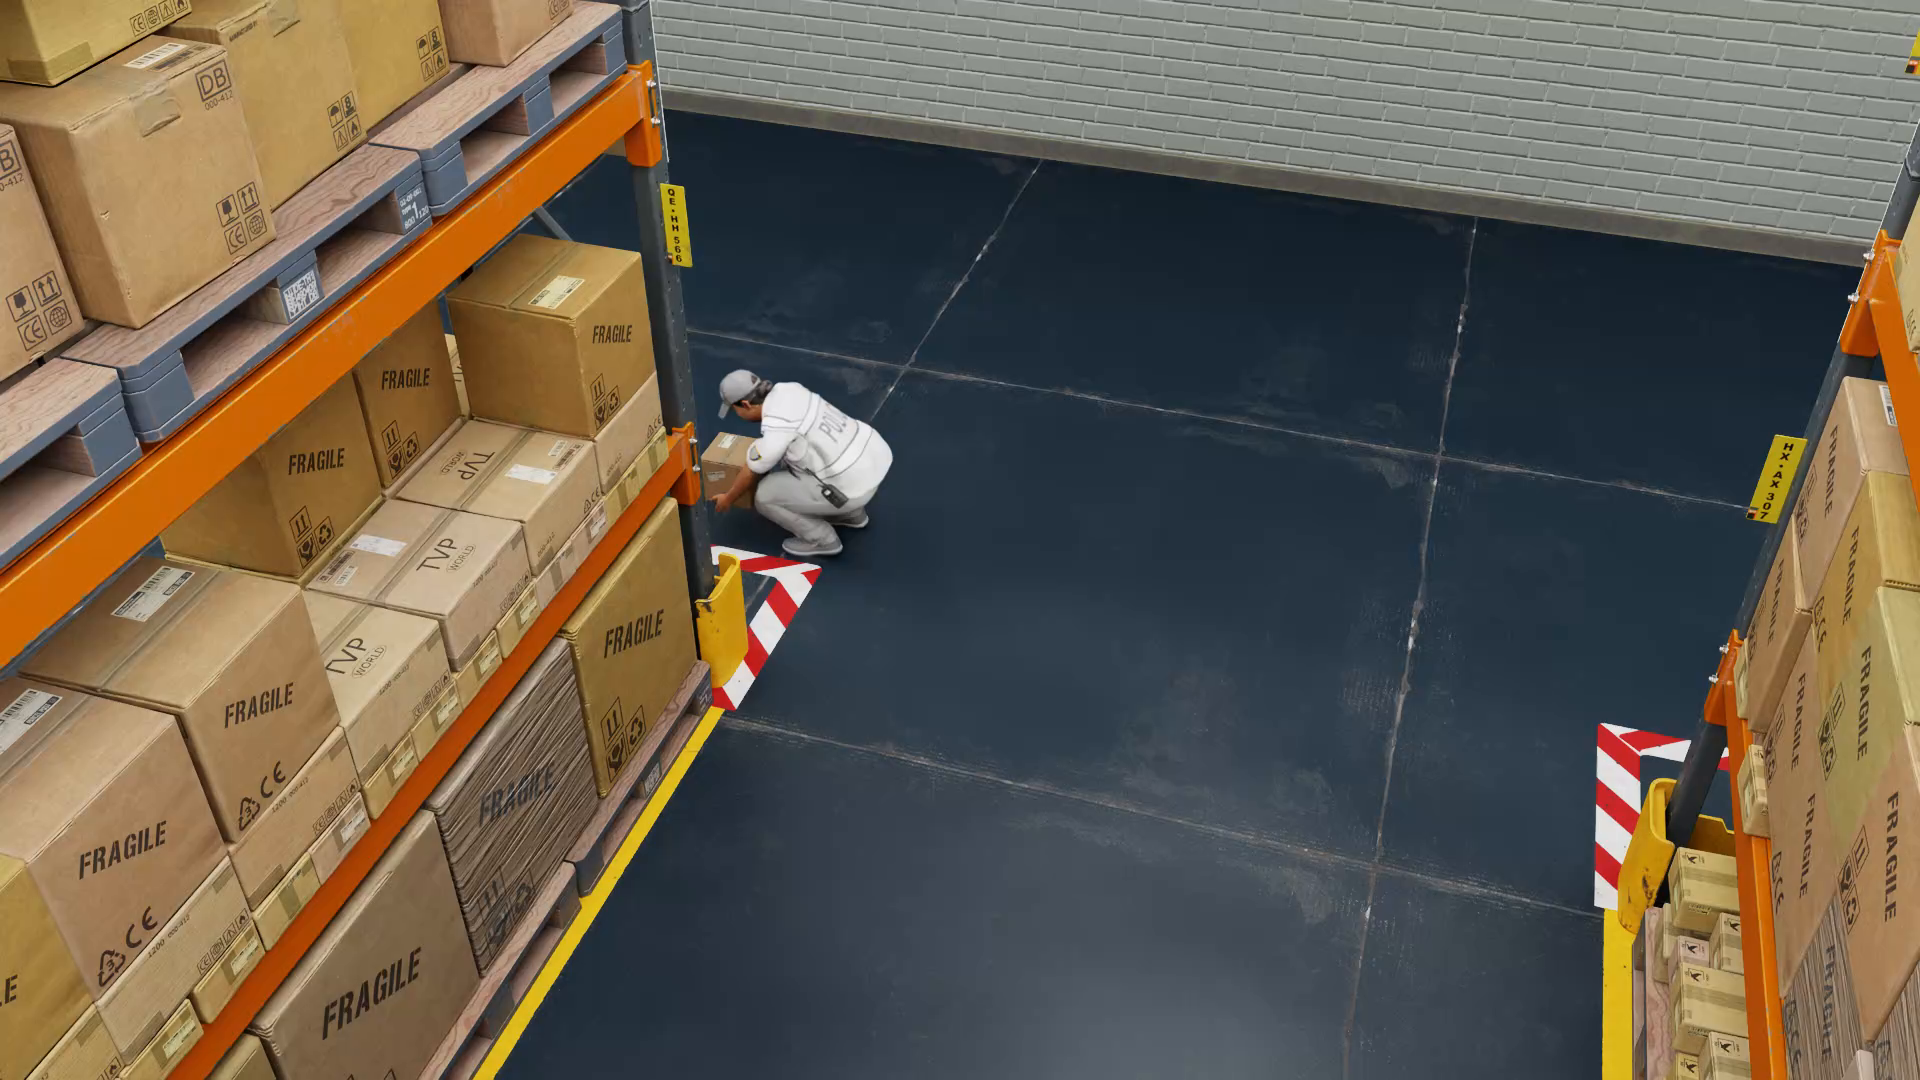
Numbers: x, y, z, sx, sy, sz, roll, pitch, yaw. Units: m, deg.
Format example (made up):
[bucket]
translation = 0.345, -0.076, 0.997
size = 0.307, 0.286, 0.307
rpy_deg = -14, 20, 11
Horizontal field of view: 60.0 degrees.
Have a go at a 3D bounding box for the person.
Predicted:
[person]
translation = -0.779, -0.402, 8.027
size = 0.859, 0.944, 0.508
rpy_deg = 9, 38, 11
